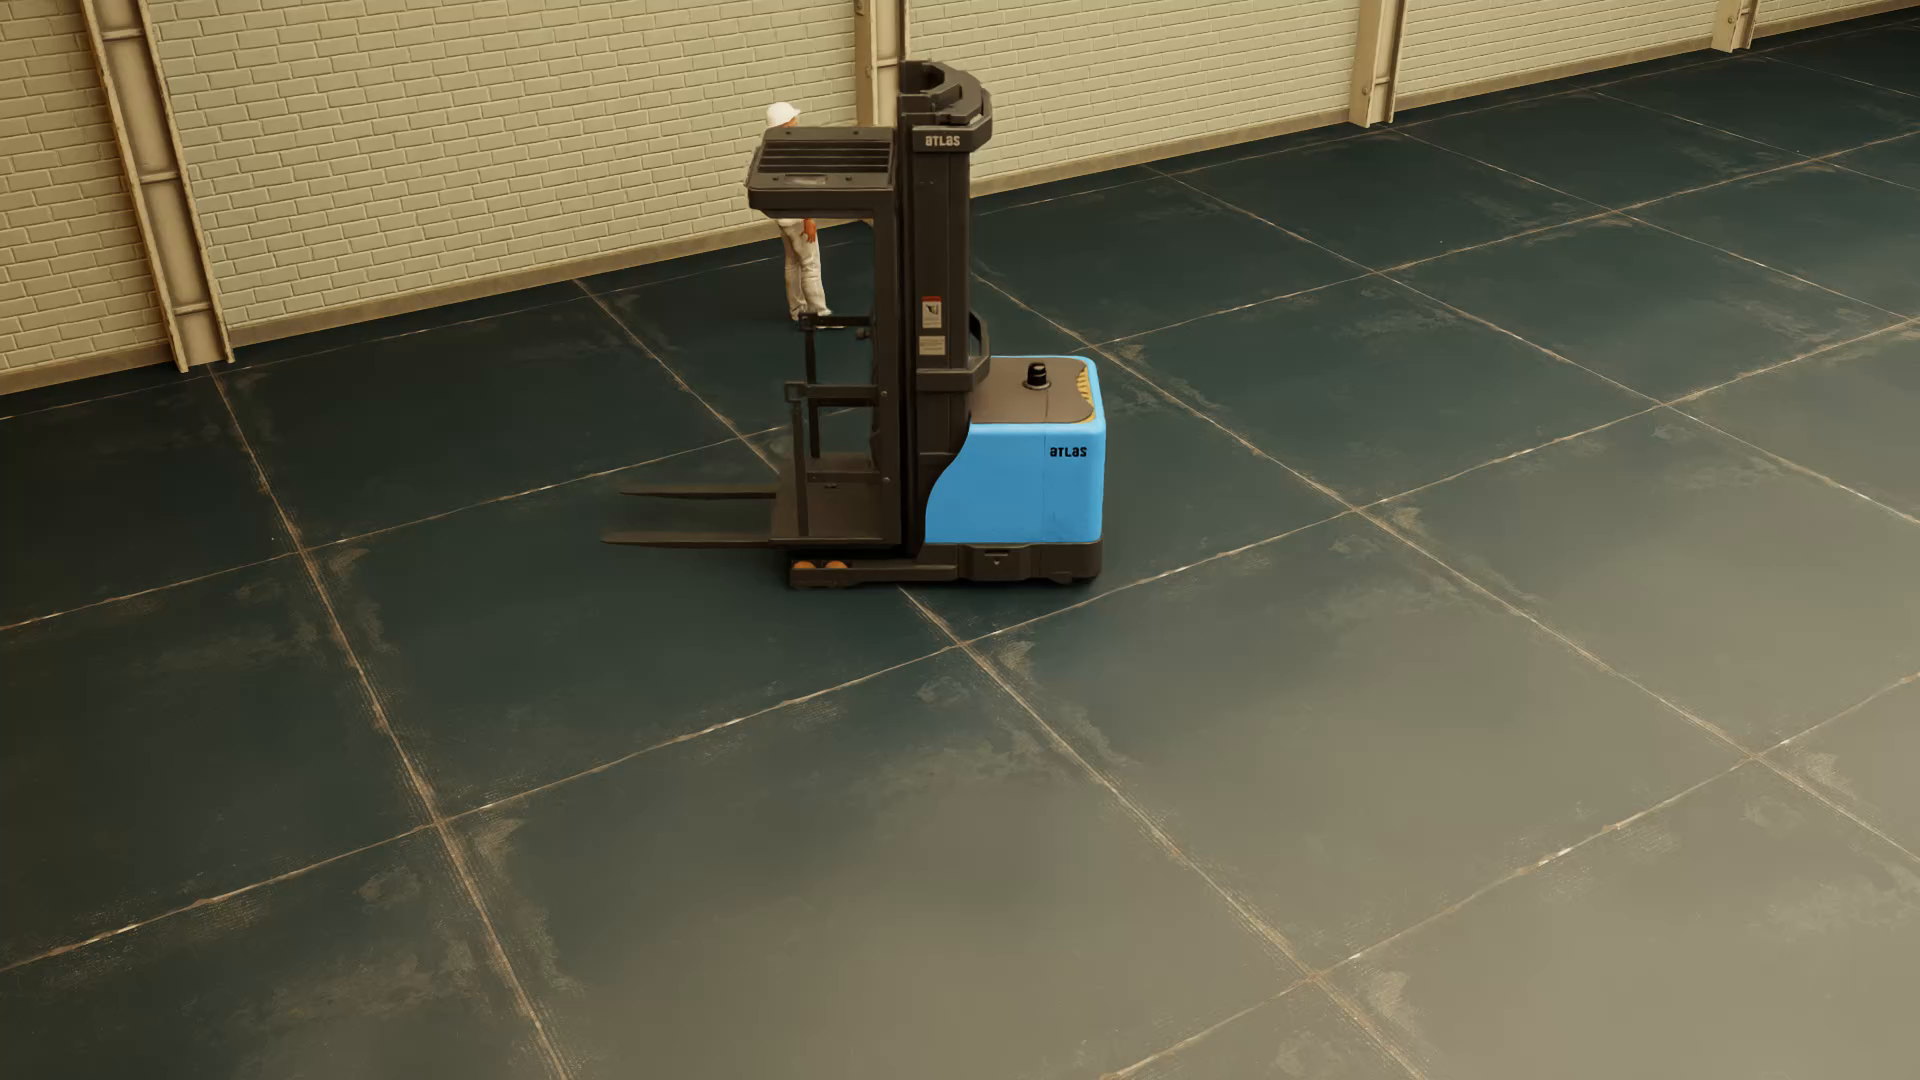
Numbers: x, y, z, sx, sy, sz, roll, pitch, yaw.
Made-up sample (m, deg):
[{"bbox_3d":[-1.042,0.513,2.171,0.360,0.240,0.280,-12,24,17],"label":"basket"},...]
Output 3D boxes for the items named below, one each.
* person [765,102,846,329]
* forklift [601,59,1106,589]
[{"bbox_3d":[-1.233,-2.558,13.039,0.578,1.766,0.667,-12,33,-19],"label":"person"},{"bbox_3d":[-0.662,-1.234,9.708,3.031,2.935,1.130,0,31,0],"label":"forklift"}]
